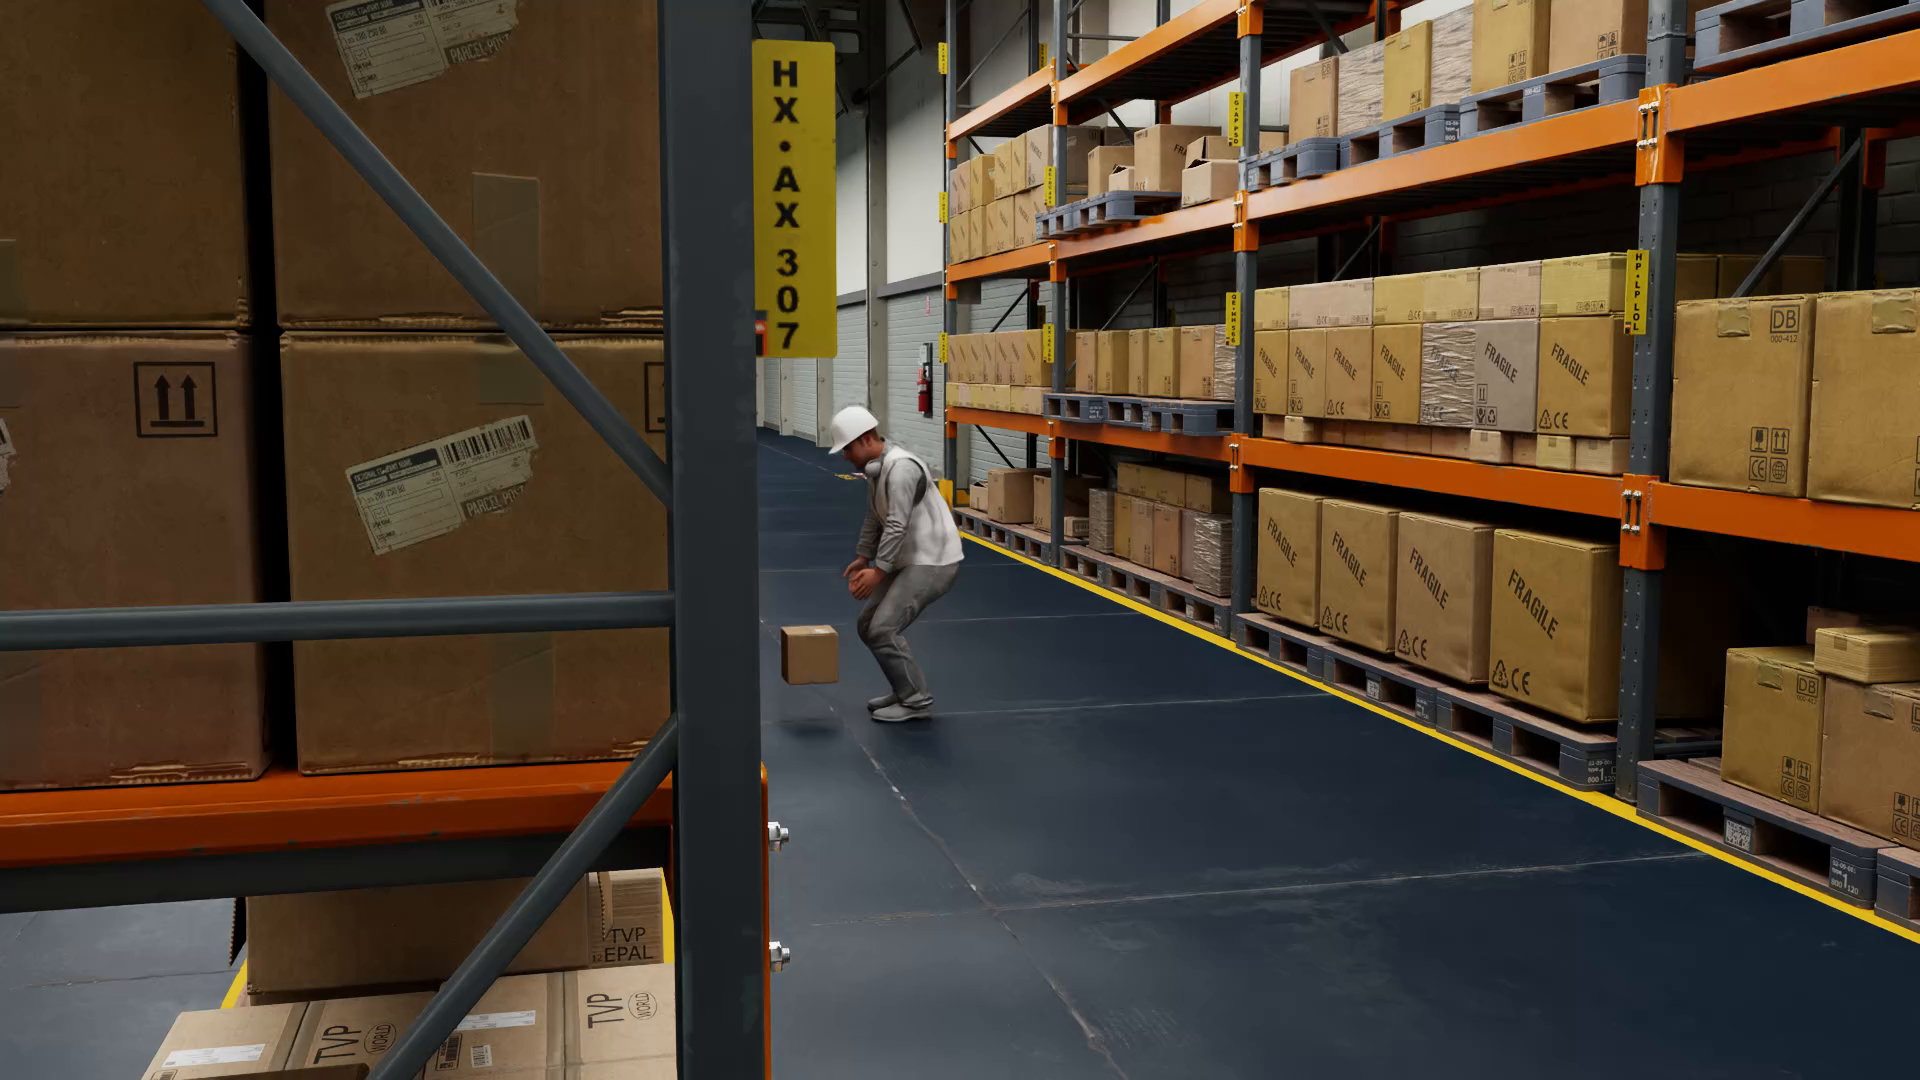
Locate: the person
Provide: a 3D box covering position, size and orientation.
[{"bbox_3d":[-0.321,0.115,8.289,0.671,1.560,0.588,-1,6,-13],"label":"person"}]
